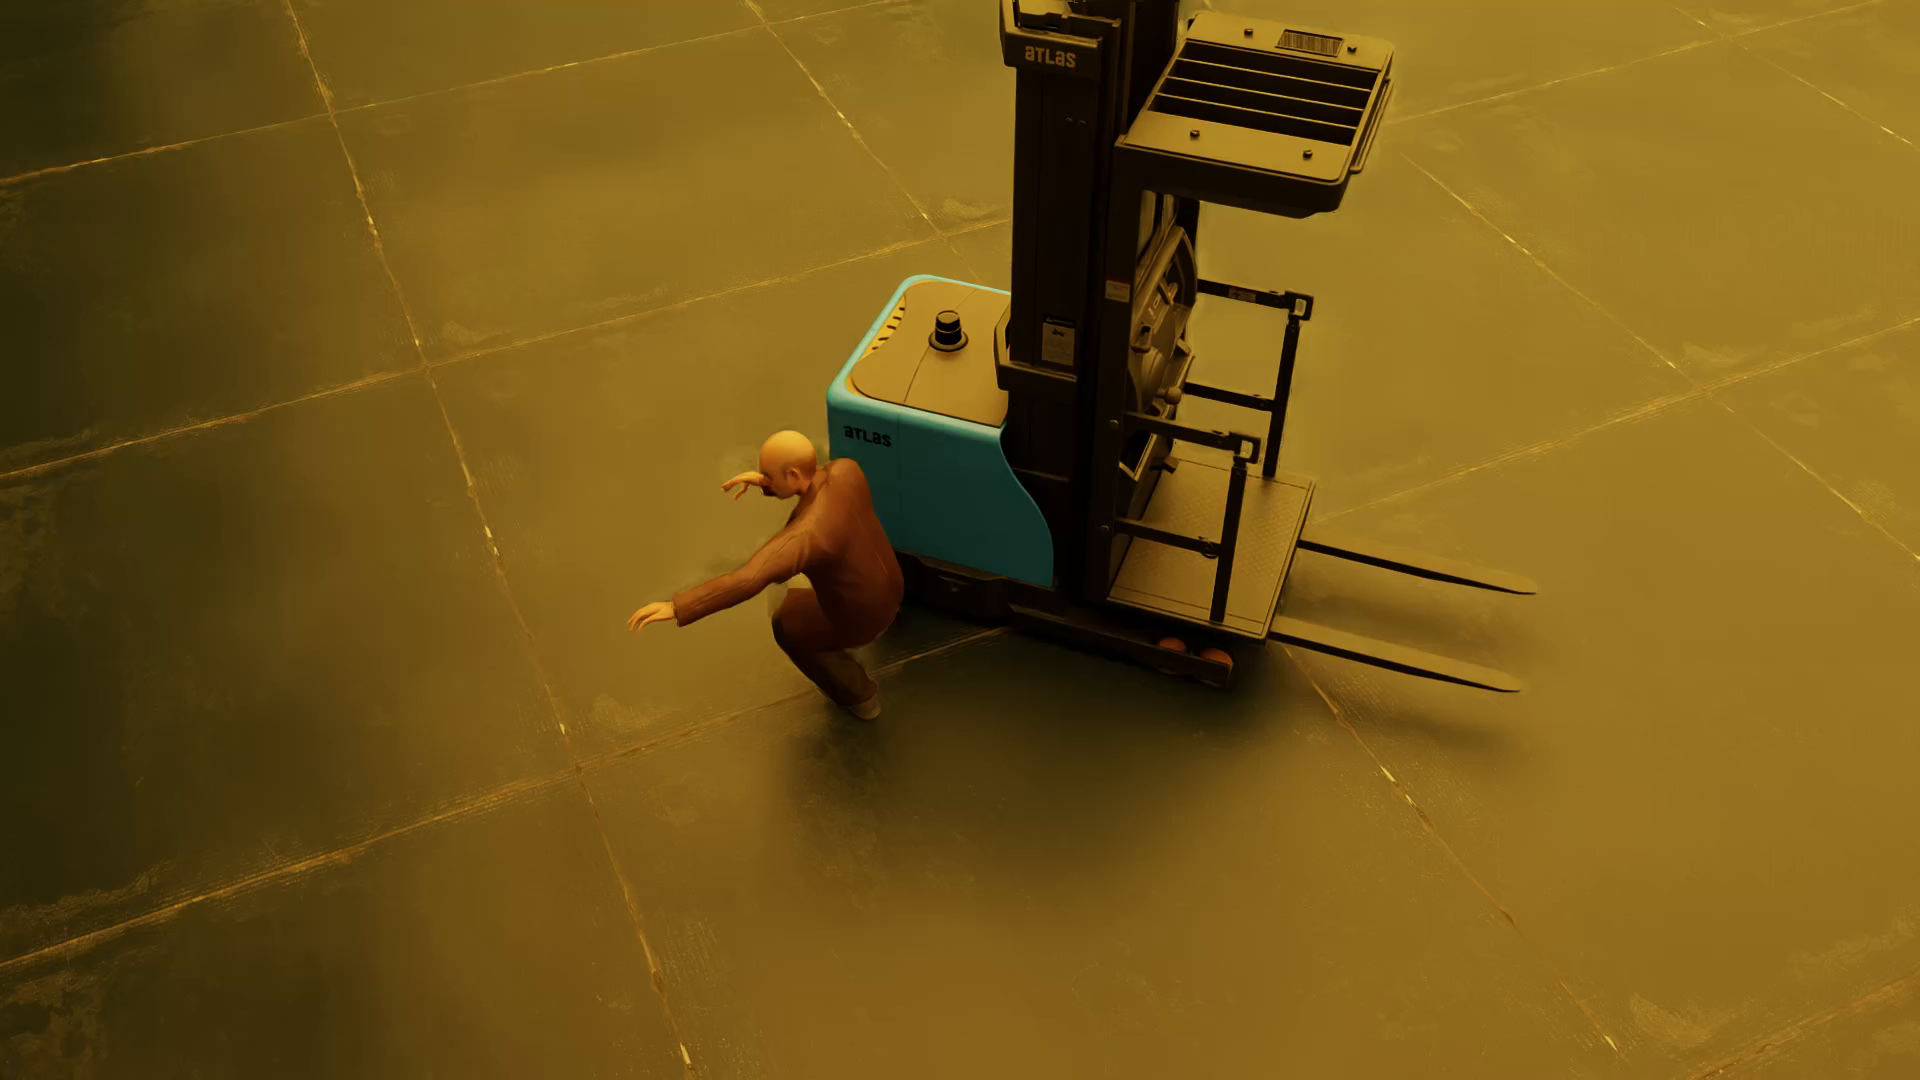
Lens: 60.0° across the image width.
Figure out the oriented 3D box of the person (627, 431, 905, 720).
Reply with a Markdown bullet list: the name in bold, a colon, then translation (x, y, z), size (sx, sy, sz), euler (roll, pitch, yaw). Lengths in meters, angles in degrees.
- **person**: translation (-0.618, 0.123, 6.603), size (0.804, 1.498, 1.617), euler (13, 45, 13)

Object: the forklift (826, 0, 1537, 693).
- **forklift**: translation (0.996, -0.857, 6.598), size (3.031, 2.935, 1.130), euler (14, 45, 15)
